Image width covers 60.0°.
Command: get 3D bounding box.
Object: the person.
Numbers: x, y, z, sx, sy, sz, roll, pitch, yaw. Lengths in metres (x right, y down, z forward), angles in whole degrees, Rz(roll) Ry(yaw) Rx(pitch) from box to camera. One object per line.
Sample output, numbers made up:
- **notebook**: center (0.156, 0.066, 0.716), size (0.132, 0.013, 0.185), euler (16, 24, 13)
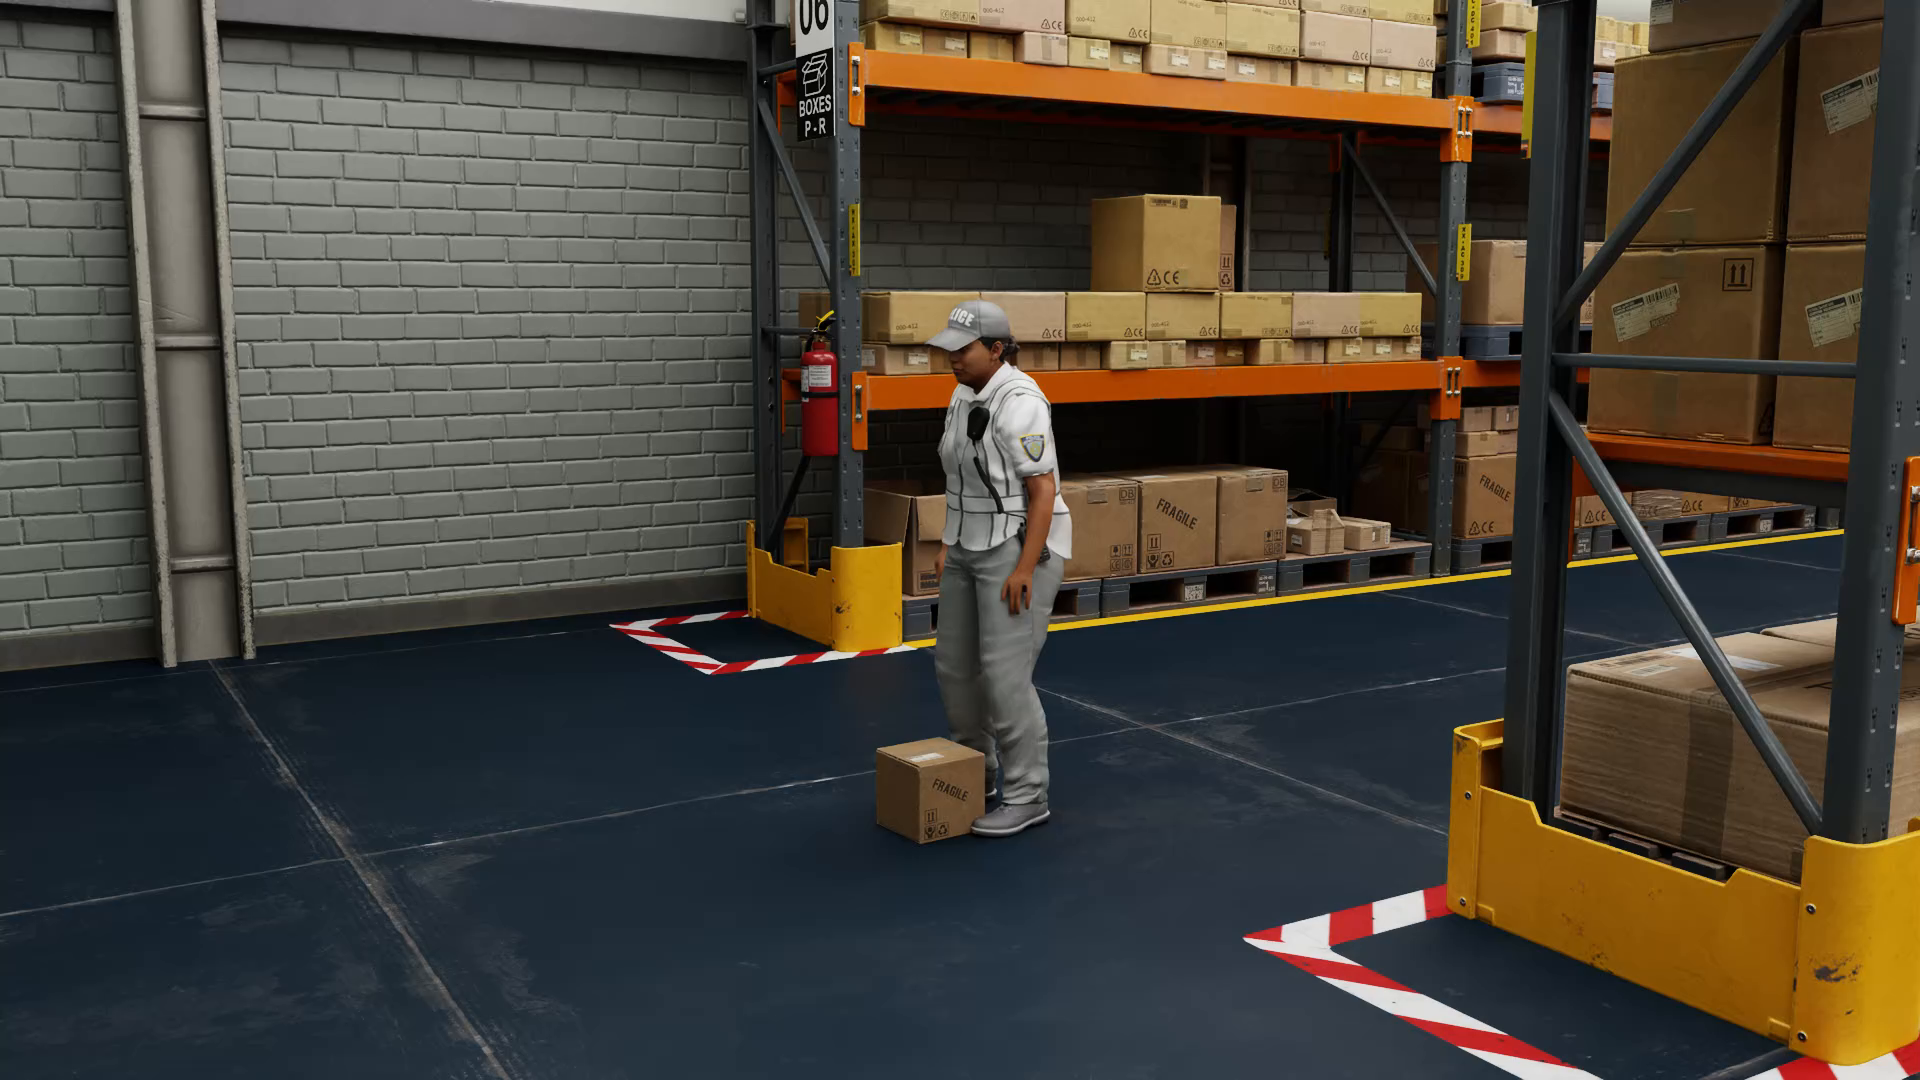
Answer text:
- **person**: center (0.090, 0.074, 5.294), size (0.466, 1.667, 0.539), euler (-5, 10, -31)
